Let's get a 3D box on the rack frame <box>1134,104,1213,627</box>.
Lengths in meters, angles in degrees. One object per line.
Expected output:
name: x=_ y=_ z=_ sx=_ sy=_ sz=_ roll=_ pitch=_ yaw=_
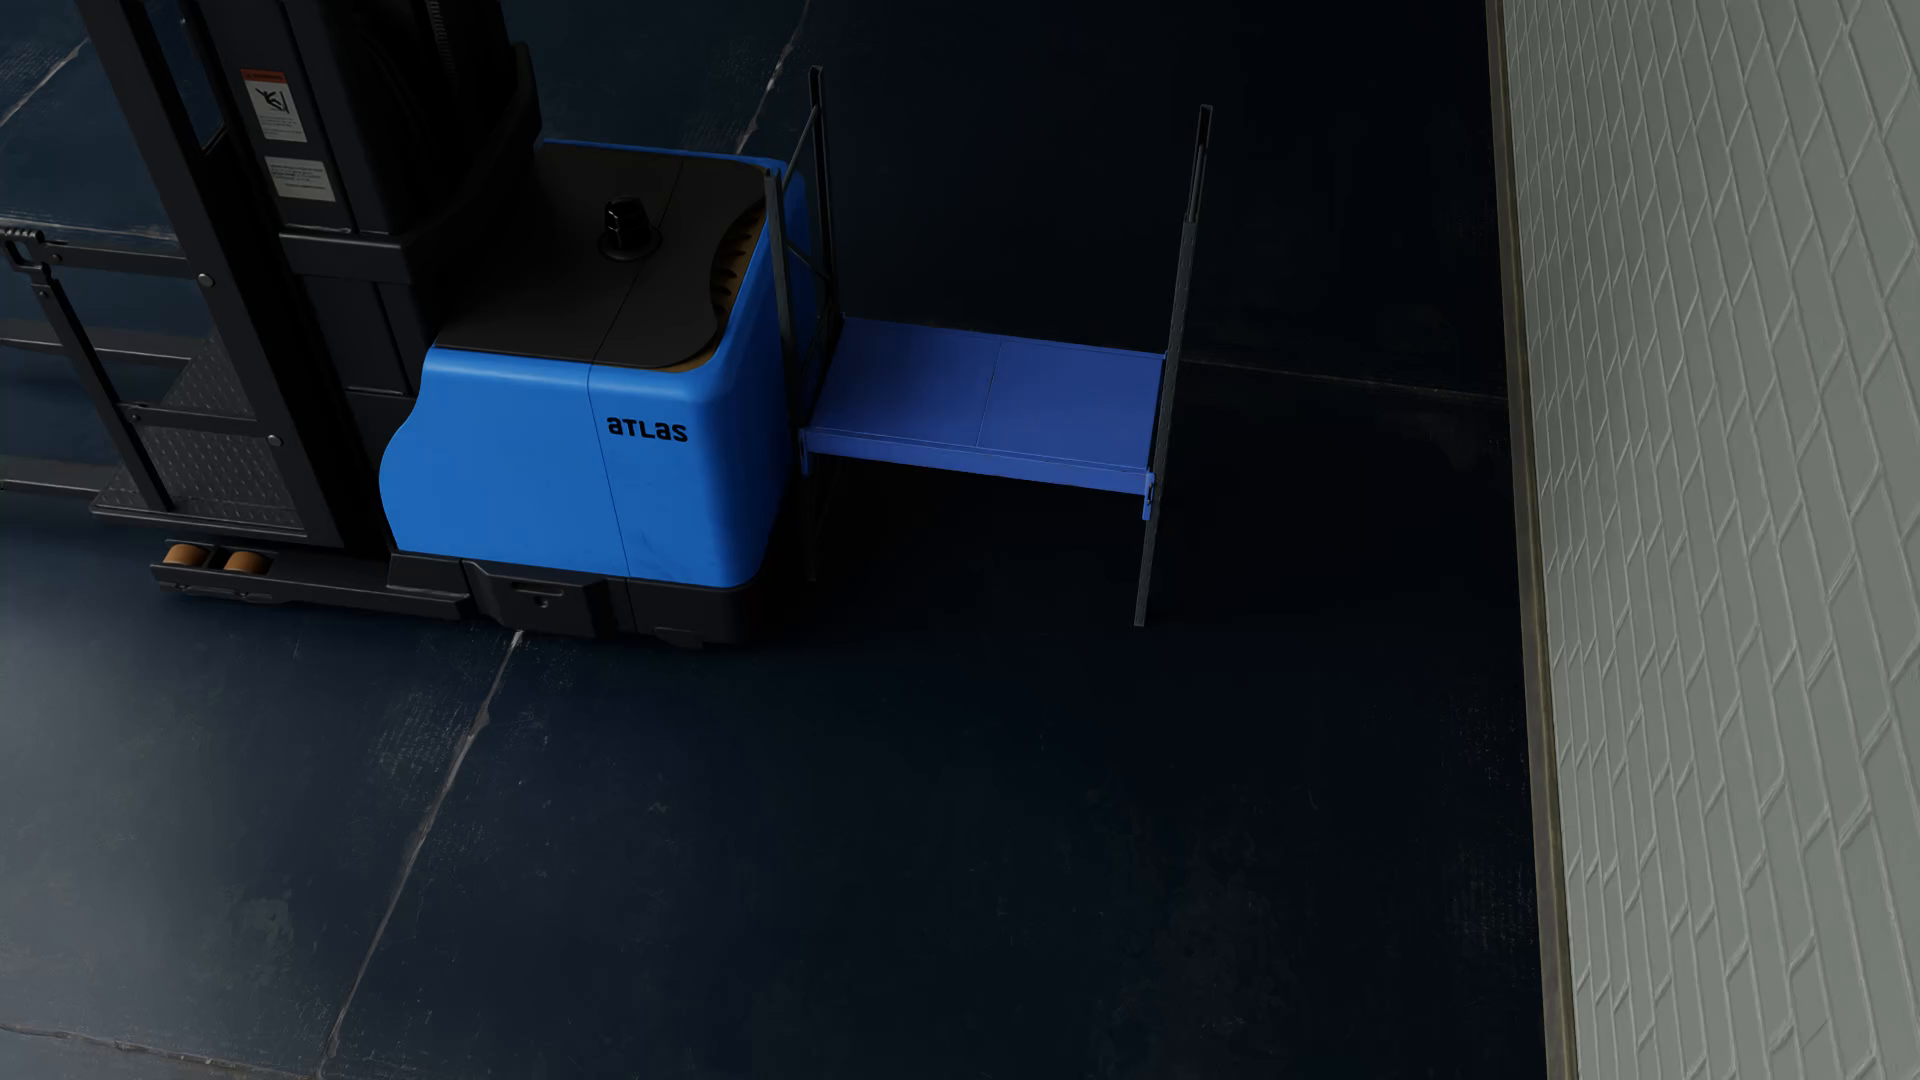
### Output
rack frame: x=0.584 y=-0.423 z=4.622 sx=0.032 sy=1.500 sz=0.500 roll=8 pitch=49 yaw=7

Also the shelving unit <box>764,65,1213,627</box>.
shelving unit: x=0.084 y=-0.490 z=4.682 sx=1.048 sy=1.500 sz=0.538 roll=8 pitch=49 yaw=7

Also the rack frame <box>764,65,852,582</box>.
rack frame: x=-0.416 y=-0.557 z=4.742 sx=0.032 sy=1.500 sz=0.500 roll=8 pitch=49 yaw=7

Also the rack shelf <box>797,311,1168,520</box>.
rack shelf: x=0.084 y=-0.370 z=4.816 sx=1.000 sy=0.185 sz=0.538 roll=8 pitch=49 yaw=7

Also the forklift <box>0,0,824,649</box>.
forklift: x=-1.993 y=-1.169 z=4.330 sx=3.031 sy=2.935 sz=1.130 roll=6 pitch=48 yaw=6
